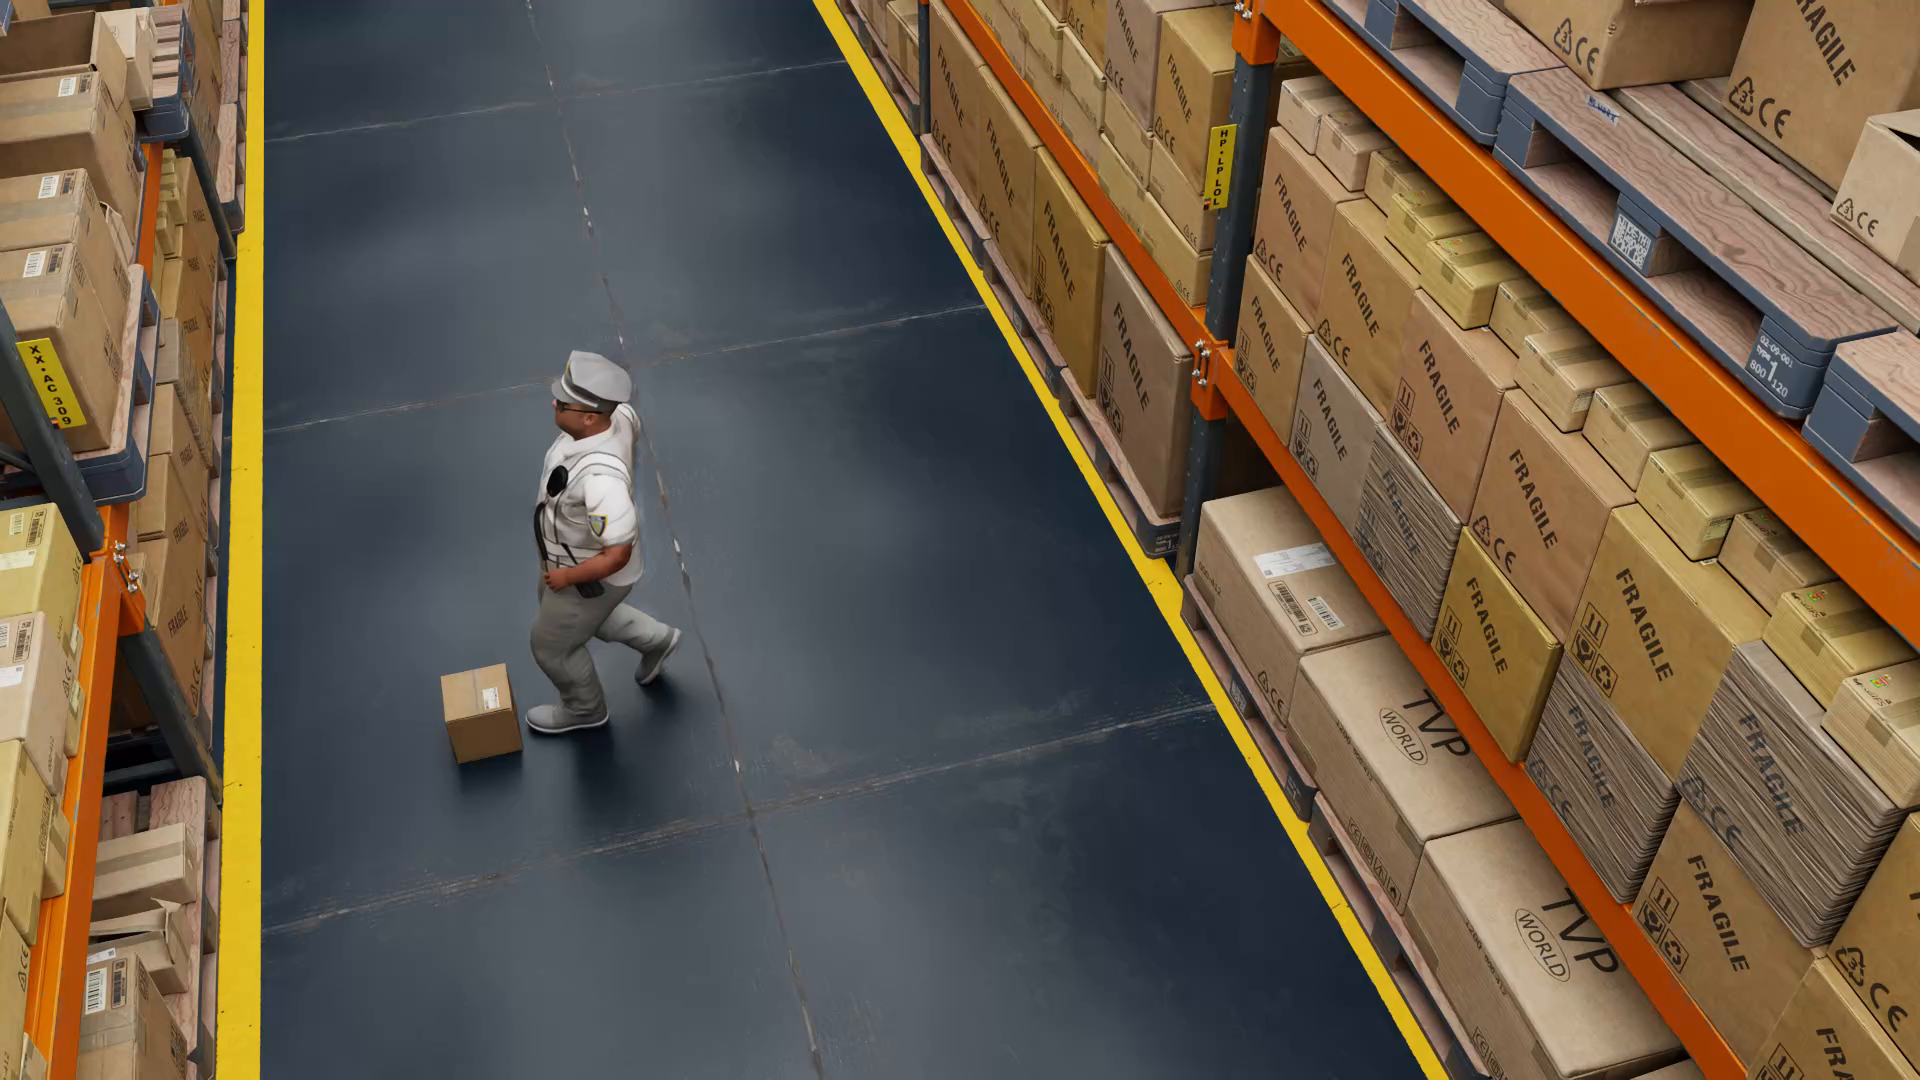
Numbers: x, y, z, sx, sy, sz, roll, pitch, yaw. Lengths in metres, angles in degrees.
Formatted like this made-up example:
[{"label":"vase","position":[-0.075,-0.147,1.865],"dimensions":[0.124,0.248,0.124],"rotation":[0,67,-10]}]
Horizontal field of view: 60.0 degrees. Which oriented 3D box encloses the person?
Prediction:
[{"label":"person","position":[-1.410,0.057,6.109],"dimensions":[0.648,1.755,0.702],"rotation":[-7,42,-8]}]
